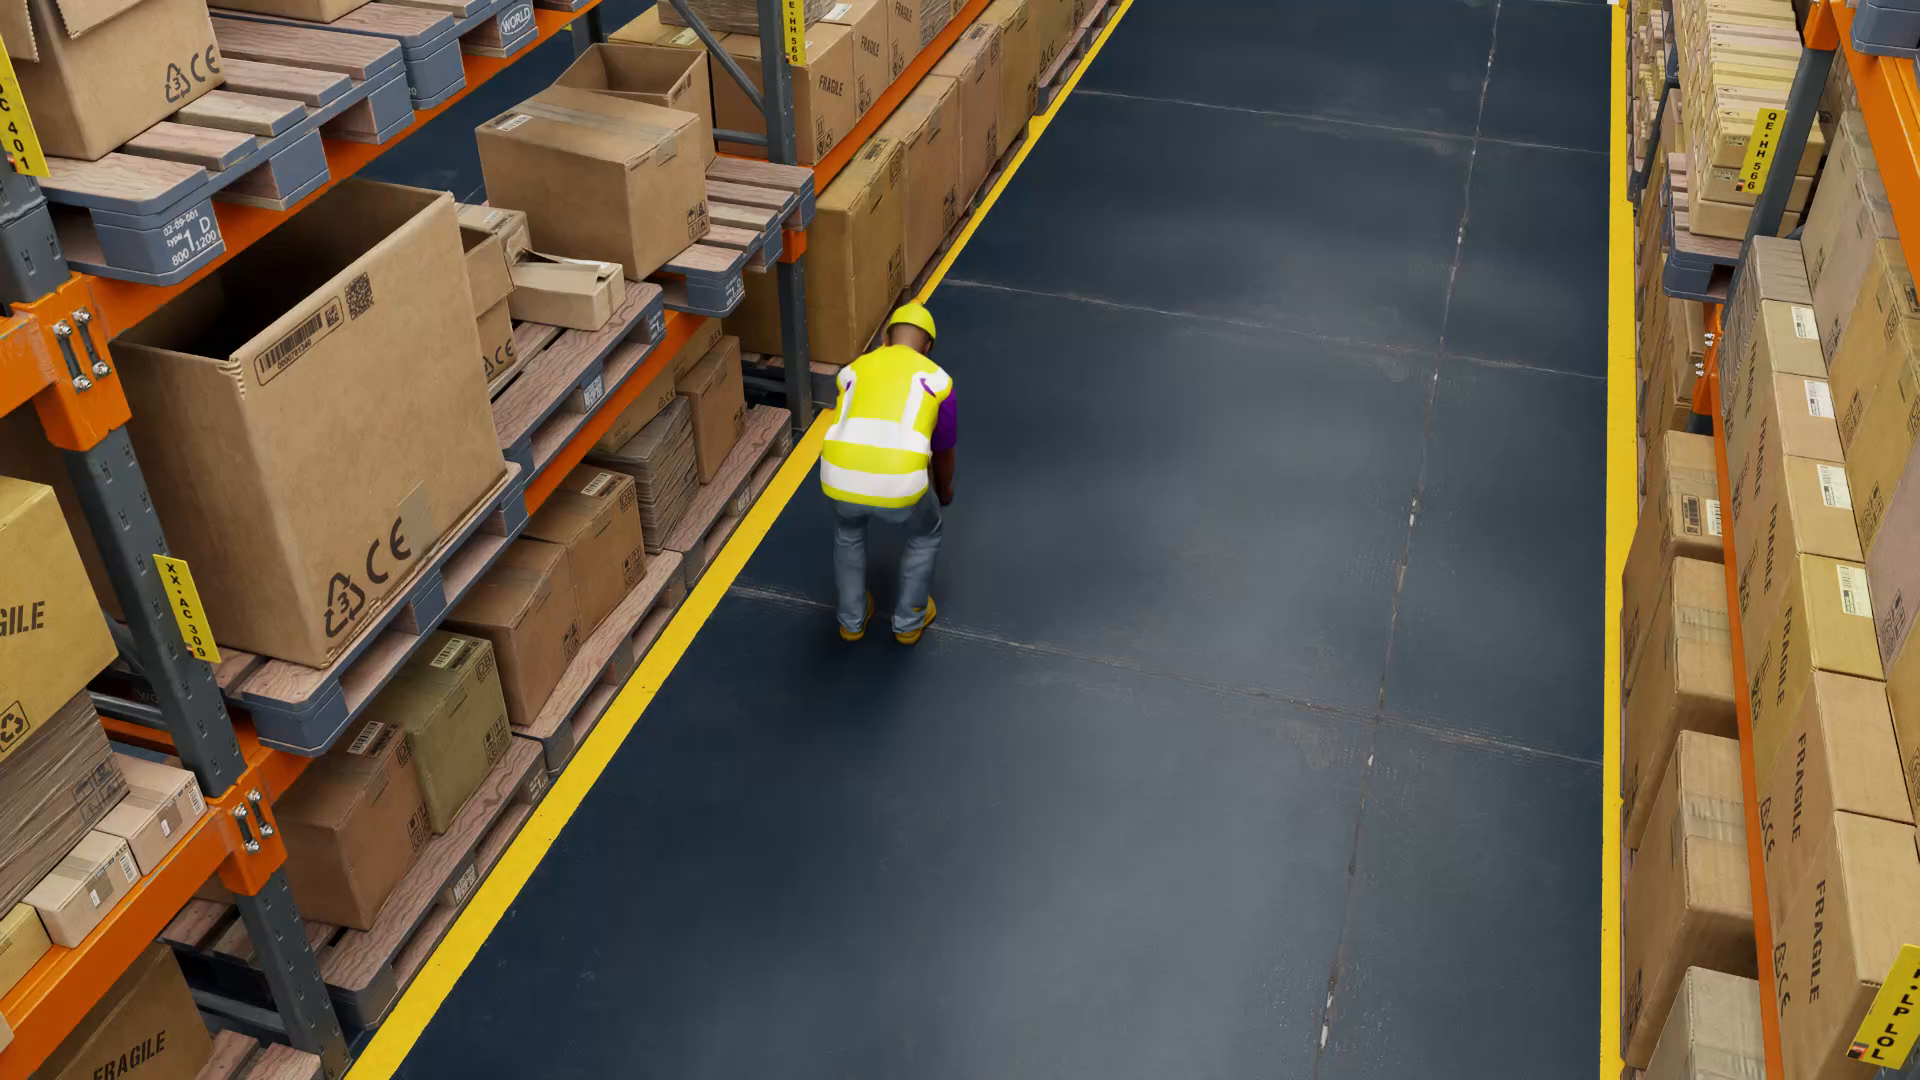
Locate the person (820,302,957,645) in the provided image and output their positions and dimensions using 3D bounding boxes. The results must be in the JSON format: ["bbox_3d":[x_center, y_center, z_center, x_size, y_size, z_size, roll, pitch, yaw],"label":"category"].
[{"bbox_3d":[-0.279,-0.249,6.885,0.496,1.256,0.940,8,38,10],"label":"person"}]
